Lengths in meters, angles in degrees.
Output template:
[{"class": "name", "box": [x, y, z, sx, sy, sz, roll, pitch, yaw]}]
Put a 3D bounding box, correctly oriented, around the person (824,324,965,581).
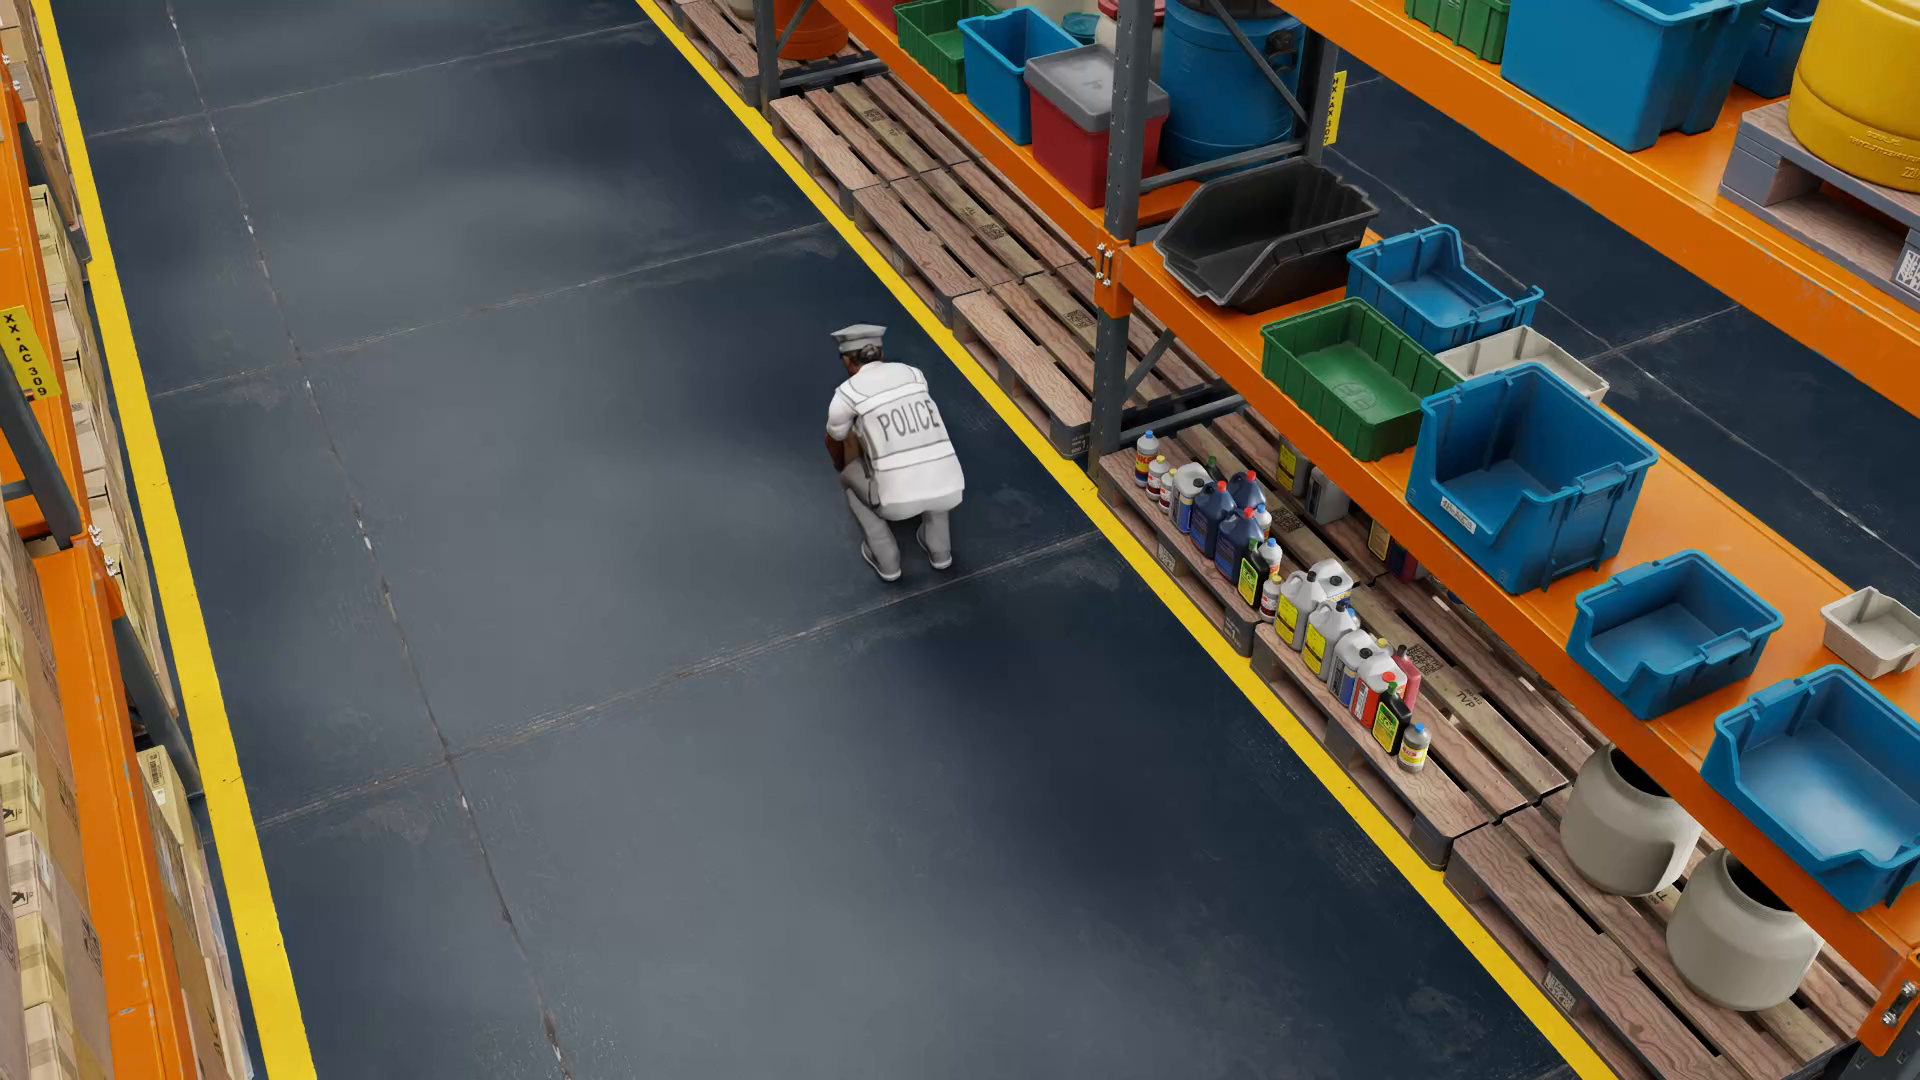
[{"class": "person", "box": [-0.291, -0.368, 7.078, 0.485, 1.003, 0.834, -13, 43, -14]}]
